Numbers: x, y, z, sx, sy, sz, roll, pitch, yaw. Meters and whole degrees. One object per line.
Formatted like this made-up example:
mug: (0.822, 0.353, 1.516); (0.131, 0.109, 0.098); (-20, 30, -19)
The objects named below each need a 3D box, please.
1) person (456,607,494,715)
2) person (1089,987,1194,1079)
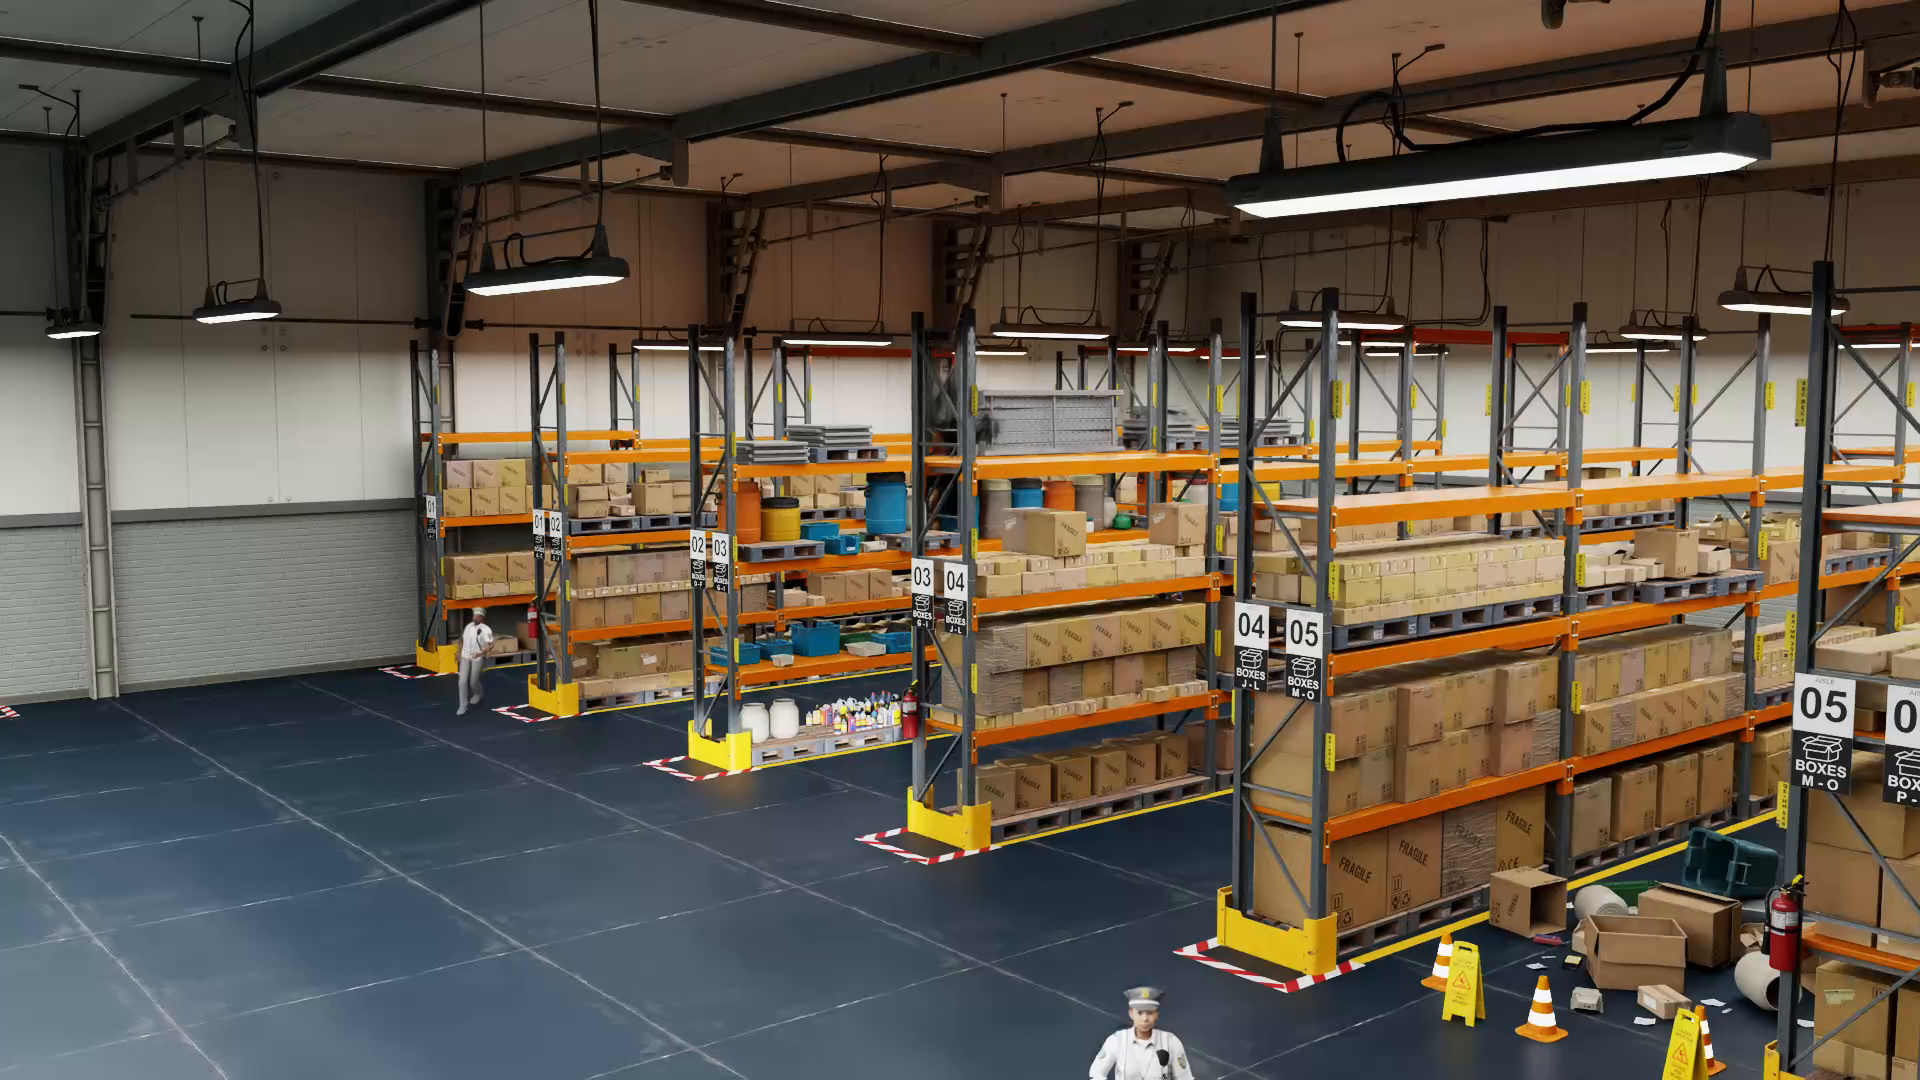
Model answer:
person: (-7.733, 1.901, 26.437); (0.589, 1.684, 0.760); (1, 5, 9)
person: (1.073, 3.432, 9.839); (0.621, 1.648, 0.718); (0, 5, 4)
